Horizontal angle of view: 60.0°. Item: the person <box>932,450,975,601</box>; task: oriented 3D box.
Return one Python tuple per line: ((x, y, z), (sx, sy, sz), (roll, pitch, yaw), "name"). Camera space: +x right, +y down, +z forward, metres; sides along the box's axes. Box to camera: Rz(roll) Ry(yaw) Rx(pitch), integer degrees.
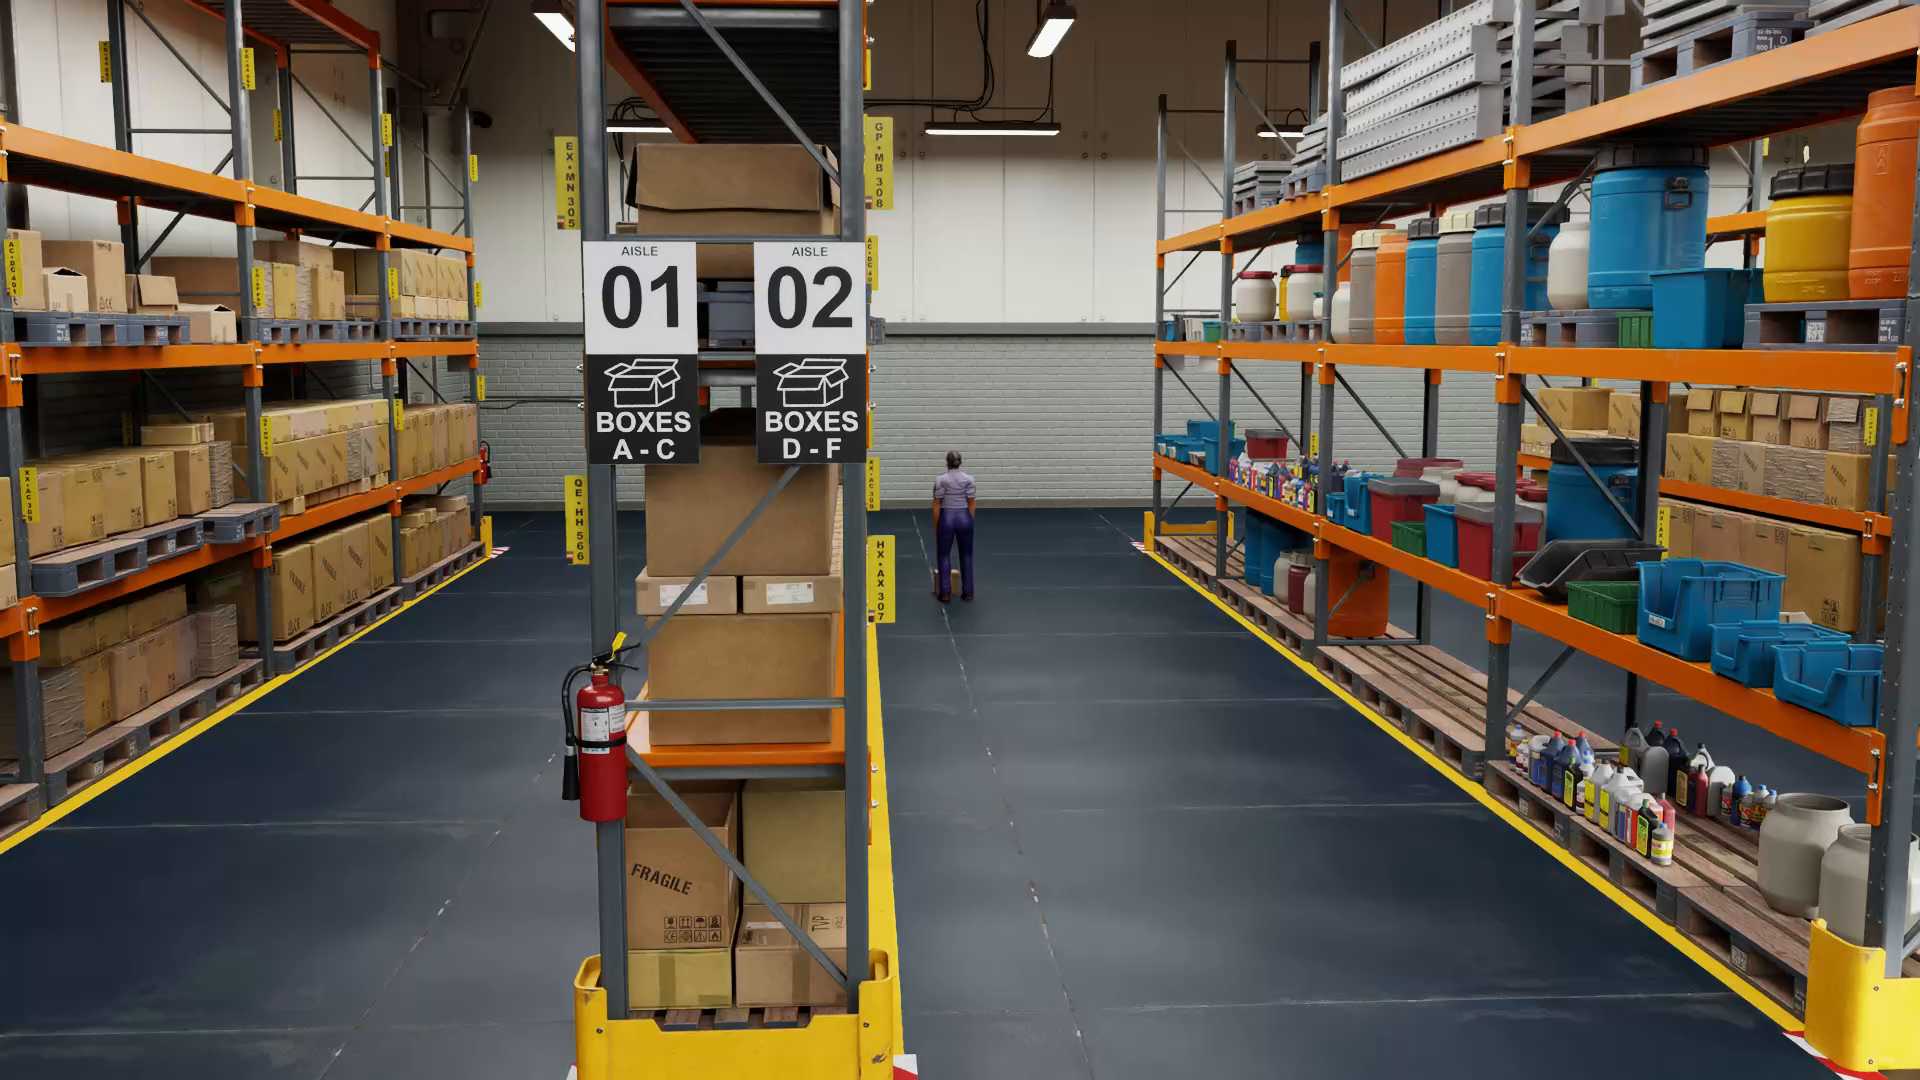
((-0.073, -0.150, 18.143), (0.468, 1.634, 0.342), (-1, 7, -10), "person")
